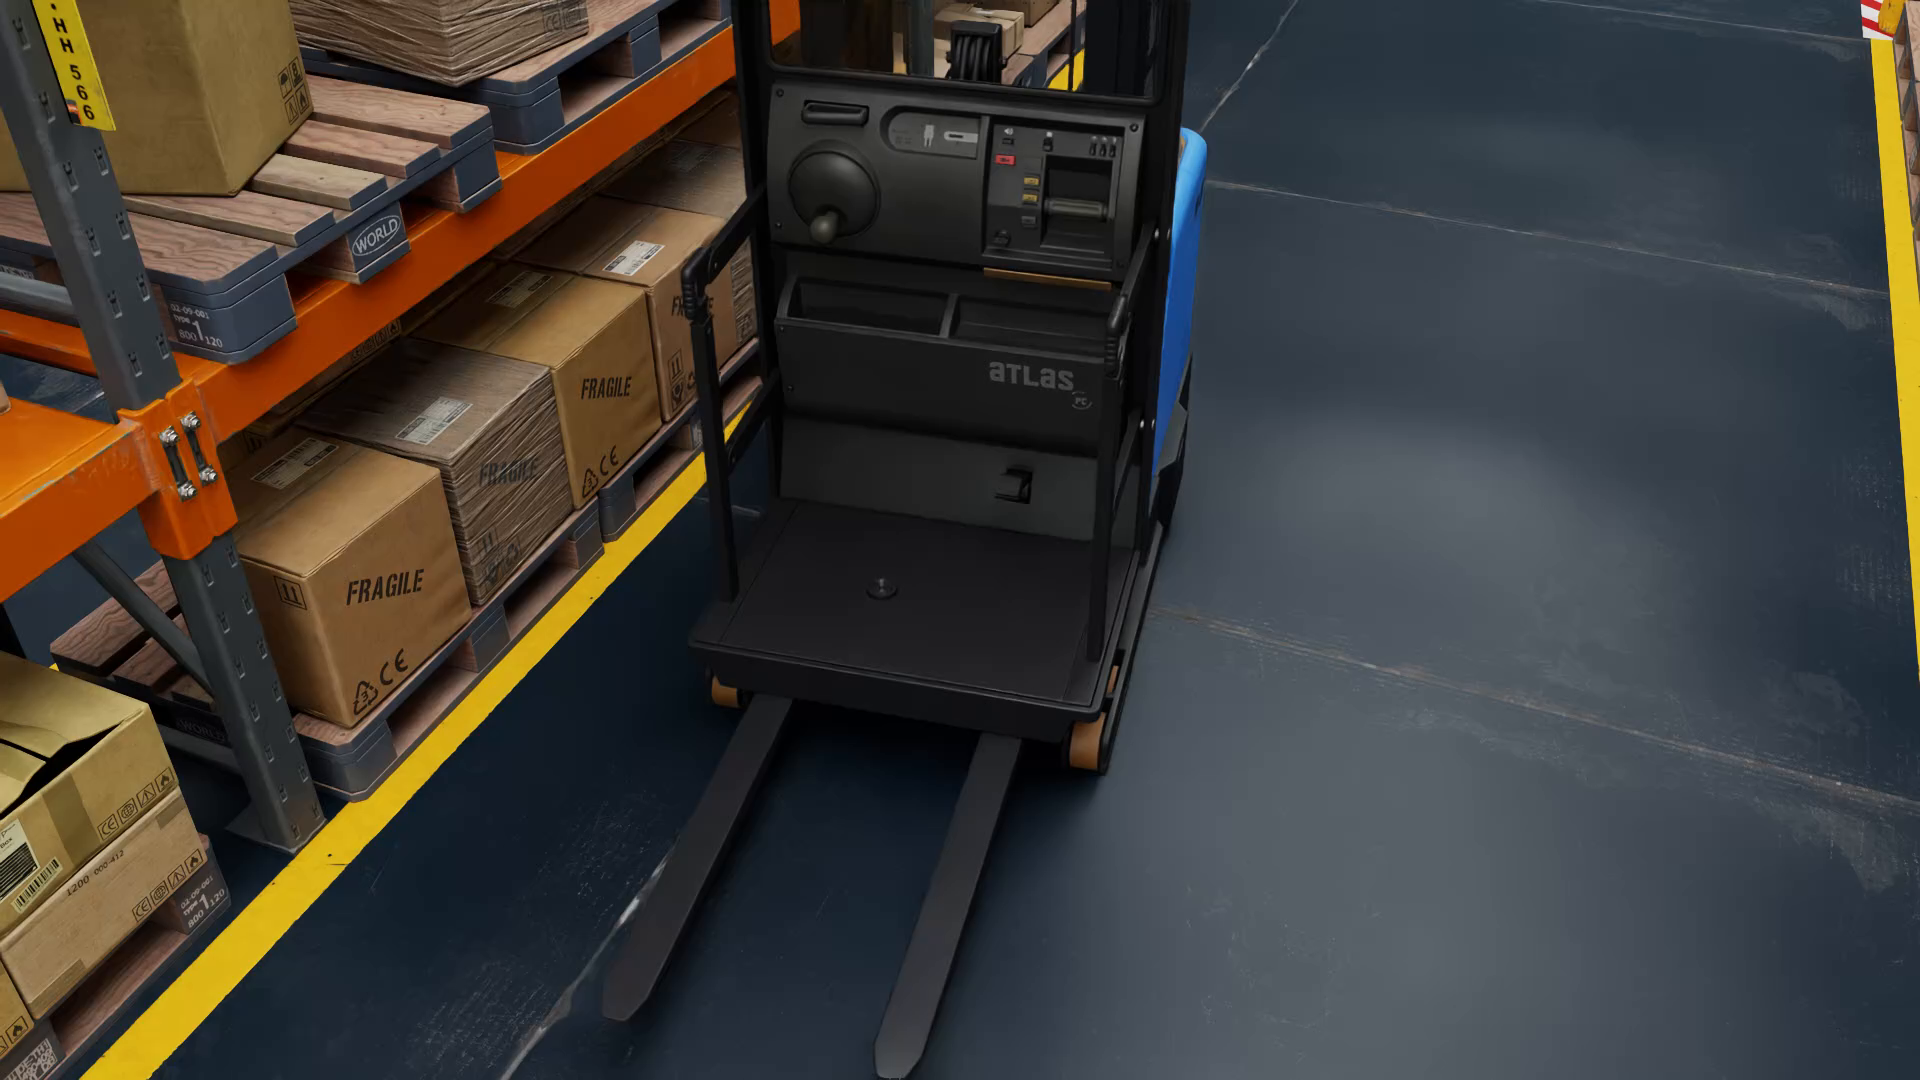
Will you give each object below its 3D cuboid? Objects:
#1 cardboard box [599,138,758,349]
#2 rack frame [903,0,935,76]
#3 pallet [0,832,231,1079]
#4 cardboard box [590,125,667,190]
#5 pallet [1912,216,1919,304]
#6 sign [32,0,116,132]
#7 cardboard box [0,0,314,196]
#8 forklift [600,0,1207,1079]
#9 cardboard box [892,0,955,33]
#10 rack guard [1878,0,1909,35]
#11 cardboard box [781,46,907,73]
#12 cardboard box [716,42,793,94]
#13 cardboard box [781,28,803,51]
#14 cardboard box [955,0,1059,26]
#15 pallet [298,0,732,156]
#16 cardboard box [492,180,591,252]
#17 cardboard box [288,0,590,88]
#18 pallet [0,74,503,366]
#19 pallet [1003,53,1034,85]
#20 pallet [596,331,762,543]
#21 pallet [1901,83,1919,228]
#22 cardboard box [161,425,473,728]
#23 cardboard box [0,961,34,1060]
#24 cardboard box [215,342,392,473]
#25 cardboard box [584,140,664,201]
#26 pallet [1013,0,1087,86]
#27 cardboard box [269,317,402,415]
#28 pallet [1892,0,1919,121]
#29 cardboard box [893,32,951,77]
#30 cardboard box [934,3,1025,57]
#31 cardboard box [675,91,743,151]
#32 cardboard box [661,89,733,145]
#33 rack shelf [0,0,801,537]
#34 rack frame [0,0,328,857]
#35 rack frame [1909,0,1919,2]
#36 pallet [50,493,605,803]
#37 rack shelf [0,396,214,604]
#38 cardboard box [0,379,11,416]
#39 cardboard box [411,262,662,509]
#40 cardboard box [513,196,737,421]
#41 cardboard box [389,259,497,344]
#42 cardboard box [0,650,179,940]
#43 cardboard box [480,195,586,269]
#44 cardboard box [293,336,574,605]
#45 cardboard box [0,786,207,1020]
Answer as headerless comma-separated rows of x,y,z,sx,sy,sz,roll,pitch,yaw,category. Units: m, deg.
-0.898,-1.054,5.875,0.500,0.500,0.500,14,39,18,cardboard box
-0.589,-2.767,6.446,1.000,3.000,0.127,14,39,18,rack frame
-2.460,1.011,3.720,1.003,0.211,1.213,14,39,18,pallet
-1.378,-1.476,5.814,0.500,0.250,0.500,14,39,18,cardboard box
4.235,-0.936,6.325,1.003,0.211,1.213,14,39,18,pallet
-1.596,-0.891,2.970,0.100,0.325,0.005,14,39,18,sign
-1.975,-1.135,3.829,0.700,0.500,0.500,2,37,2,cardboard box
-0.072,-0.816,3.894,1.130,2.935,3.031,9,38,11,forklift
-0.349,-2.662,8.184,0.500,0.311,0.500,14,39,18,cardboard box
5.510,-2.866,8.667,1.175,0.500,0.348,14,39,18,rack guard
-0.511,-1.603,6.610,0.500,0.500,0.500,14,39,17,cardboard box
-0.998,-1.730,6.779,0.500,0.500,0.500,12,38,16,cardboard box
-0.634,-2.322,7.572,0.500,0.500,0.500,14,39,18,cardboard box
0.122,-2.985,8.455,0.797,0.503,0.637,14,39,18,cardboard box
-1.375,-1.553,4.983,1.003,0.211,1.213,14,39,18,pallet
-1.569,-1.199,5.442,0.500,0.250,0.500,13,39,17,cardboard box
-1.451,-1.598,4.448,0.700,0.500,0.500,21,42,26,cardboard box
-1.918,-0.867,4.064,1.213,0.211,1.003,14,39,18,pallet
-0.326,-2.030,7.790,1.003,0.211,1.213,14,39,18,pallet
-1.326,-0.513,5.760,1.003,0.211,1.213,14,39,18,pallet
4.697,-1.613,7.232,1.003,0.211,1.213,14,39,18,pallet
-1.673,0.086,4.350,0.500,0.500,0.500,15,39,20,cardboard box
-2.278,1.014,3.334,0.500,0.250,0.500,13,39,17,cardboard box
-1.972,-0.299,4.864,0.500,0.500,0.500,15,39,20,cardboard box
-1.388,-1.157,6.013,0.500,0.500,0.500,14,39,18,cardboard box
0.136,-2.708,8.697,1.003,0.211,1.213,14,39,18,pallet
-1.954,-0.631,4.683,0.500,0.250,0.500,15,39,19,cardboard box
5.163,-2.287,8.133,1.003,0.211,1.213,14,39,18,pallet
-0.229,-2.049,7.365,0.500,0.311,0.500,14,39,18,cardboard box
0.091,-2.473,8.052,0.380,0.166,0.250,14,39,18,cardboard box
-0.707,-1.332,6.247,0.500,0.500,0.500,14,39,18,cardboard box
-1.191,-1.432,6.381,0.500,0.500,0.500,14,39,18,cardboard box
-1.350,-1.372,5.180,1.077,0.370,4.000,14,39,18,rack shelf
-2.111,-0.552,3.484,1.000,3.000,0.127,14,39,18,rack frame
5.513,-3.851,7.897,1.000,3.000,0.127,14,39,18,rack frame
-1.791,0.160,4.860,1.003,0.211,1.213,14,39,18,pallet
-2.872,0.843,2.217,1.077,0.370,4.000,14,39,18,rack shelf
-2.289,-0.325,3.254,0.500,0.311,0.500,16,40,21,cardboard box
-1.284,-0.482,5.110,0.500,0.500,0.500,13,39,17,cardboard box
-1.090,-0.772,5.498,0.500,0.500,0.500,13,39,16,cardboard box
-1.775,-0.585,5.248,0.500,0.500,0.500,12,39,16,cardboard box
-2.082,0.502,3.550,0.500,0.311,0.500,15,39,19,cardboard box
-1.581,-0.877,5.638,0.500,0.500,0.500,12,39,16,cardboard box
-1.479,-0.205,4.740,0.500,0.500,0.500,12,39,16,cardboard box
-2.085,0.728,3.717,0.500,0.250,0.500,15,39,19,cardboard box
